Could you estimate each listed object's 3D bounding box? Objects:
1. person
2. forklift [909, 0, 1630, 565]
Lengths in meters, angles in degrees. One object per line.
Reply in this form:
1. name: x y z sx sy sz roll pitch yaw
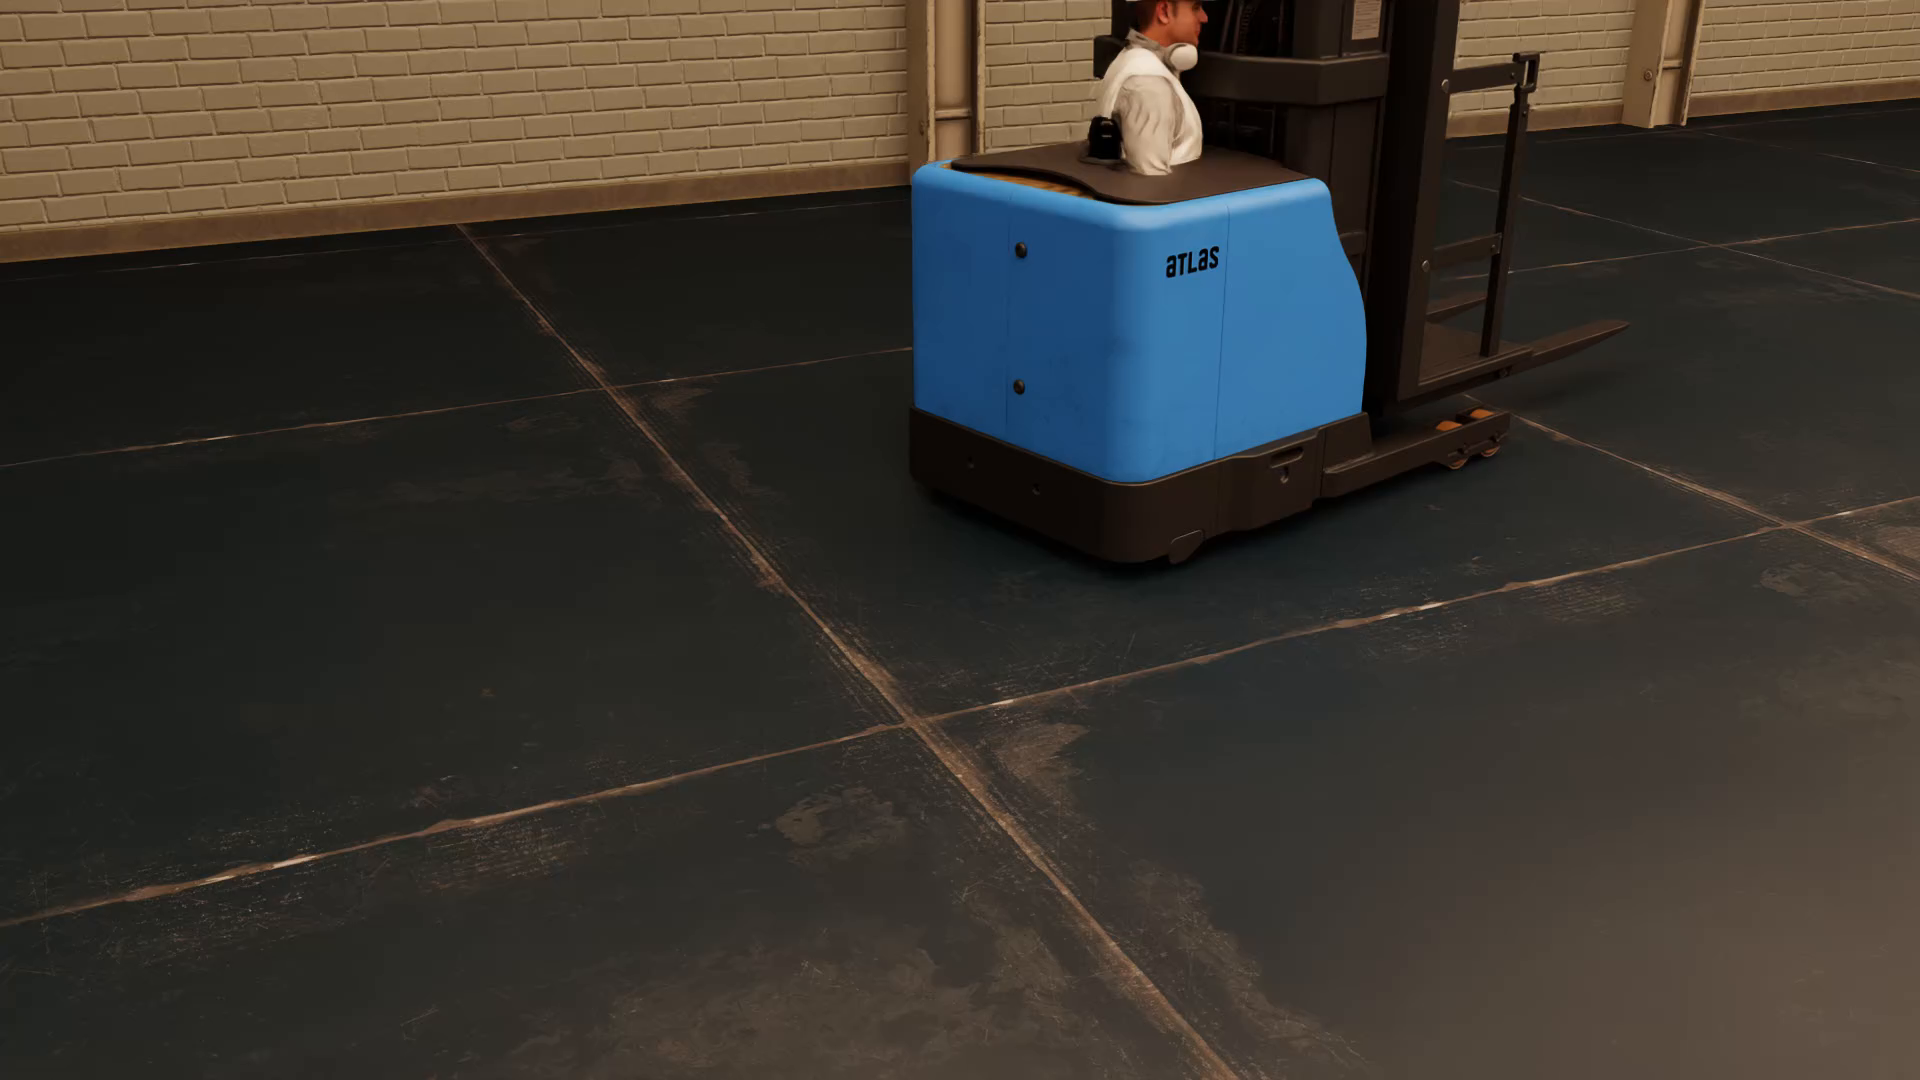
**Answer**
1. person: 0.723 -0.933 5.149 0.655 1.701 0.786 2 23 4
2. forklift: 1.288 -1.731 5.454 3.031 2.935 1.130 -18 29 -37
